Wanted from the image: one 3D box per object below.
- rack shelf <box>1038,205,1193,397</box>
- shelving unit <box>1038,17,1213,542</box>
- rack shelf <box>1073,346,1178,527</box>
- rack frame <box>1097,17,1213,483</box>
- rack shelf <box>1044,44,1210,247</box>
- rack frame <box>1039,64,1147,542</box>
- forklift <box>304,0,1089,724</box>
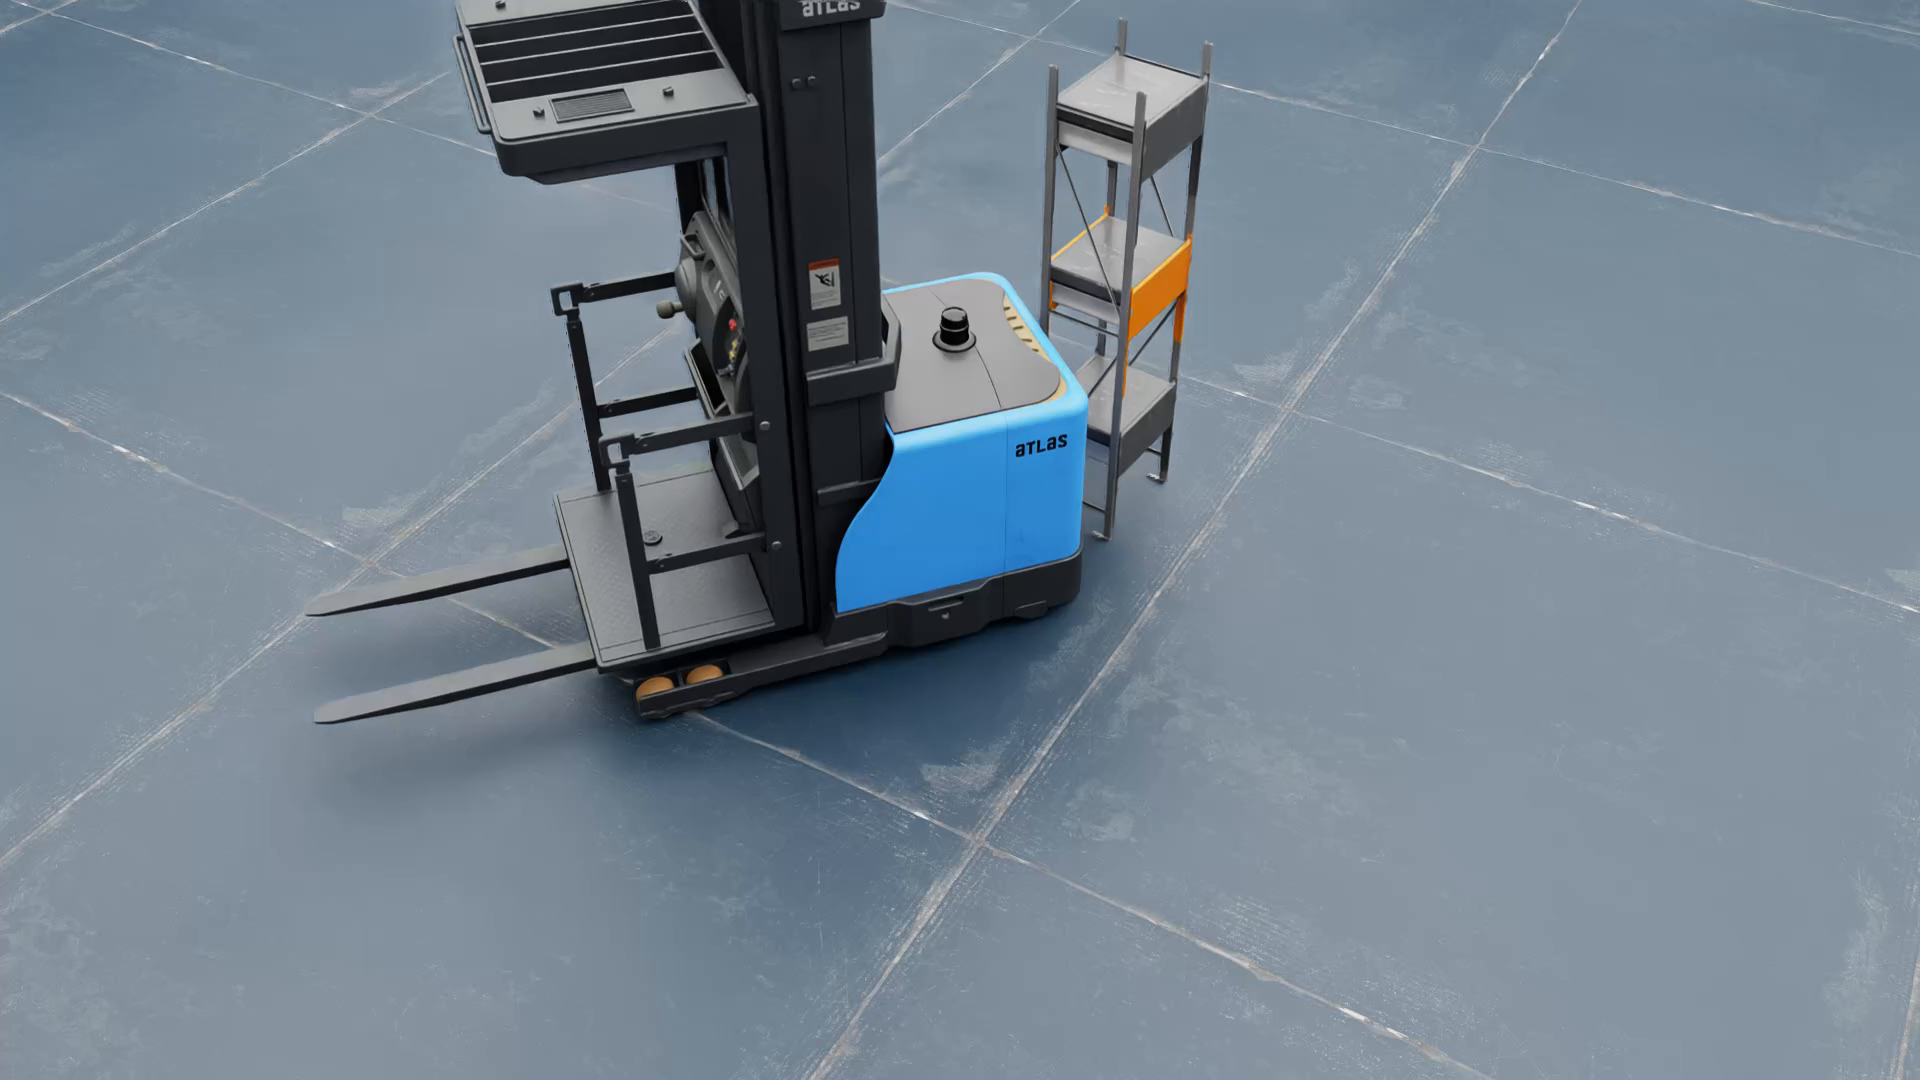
[{"bbox_3d":[0.631,-0.981,6.795,0.431,0.518,0.480,25,47,25],"label":"rack shelf"},{"bbox_3d":[0.631,-0.991,6.786,0.431,2.100,0.503,25,47,25],"label":"shelving unit"},{"bbox_3d":[0.631,-0.455,7.258,0.431,0.518,0.480,25,47,25],"label":"rack shelf"},{"bbox_3d":[0.771,-1.123,6.936,0.400,2.100,0.015,25,47,25],"label":"rack frame"},{"bbox_3d":[0.631,-1.506,6.333,0.431,0.518,0.480,25,47,25],"label":"rack shelf"},{"bbox_3d":[0.491,-0.859,6.636,0.400,2.100,0.015,25,47,25],"label":"rack frame"},{"bbox_3d":[-1.073,-0.800,5.940,3.031,2.935,1.130,-13,43,-15],"label":"forklift"}]
